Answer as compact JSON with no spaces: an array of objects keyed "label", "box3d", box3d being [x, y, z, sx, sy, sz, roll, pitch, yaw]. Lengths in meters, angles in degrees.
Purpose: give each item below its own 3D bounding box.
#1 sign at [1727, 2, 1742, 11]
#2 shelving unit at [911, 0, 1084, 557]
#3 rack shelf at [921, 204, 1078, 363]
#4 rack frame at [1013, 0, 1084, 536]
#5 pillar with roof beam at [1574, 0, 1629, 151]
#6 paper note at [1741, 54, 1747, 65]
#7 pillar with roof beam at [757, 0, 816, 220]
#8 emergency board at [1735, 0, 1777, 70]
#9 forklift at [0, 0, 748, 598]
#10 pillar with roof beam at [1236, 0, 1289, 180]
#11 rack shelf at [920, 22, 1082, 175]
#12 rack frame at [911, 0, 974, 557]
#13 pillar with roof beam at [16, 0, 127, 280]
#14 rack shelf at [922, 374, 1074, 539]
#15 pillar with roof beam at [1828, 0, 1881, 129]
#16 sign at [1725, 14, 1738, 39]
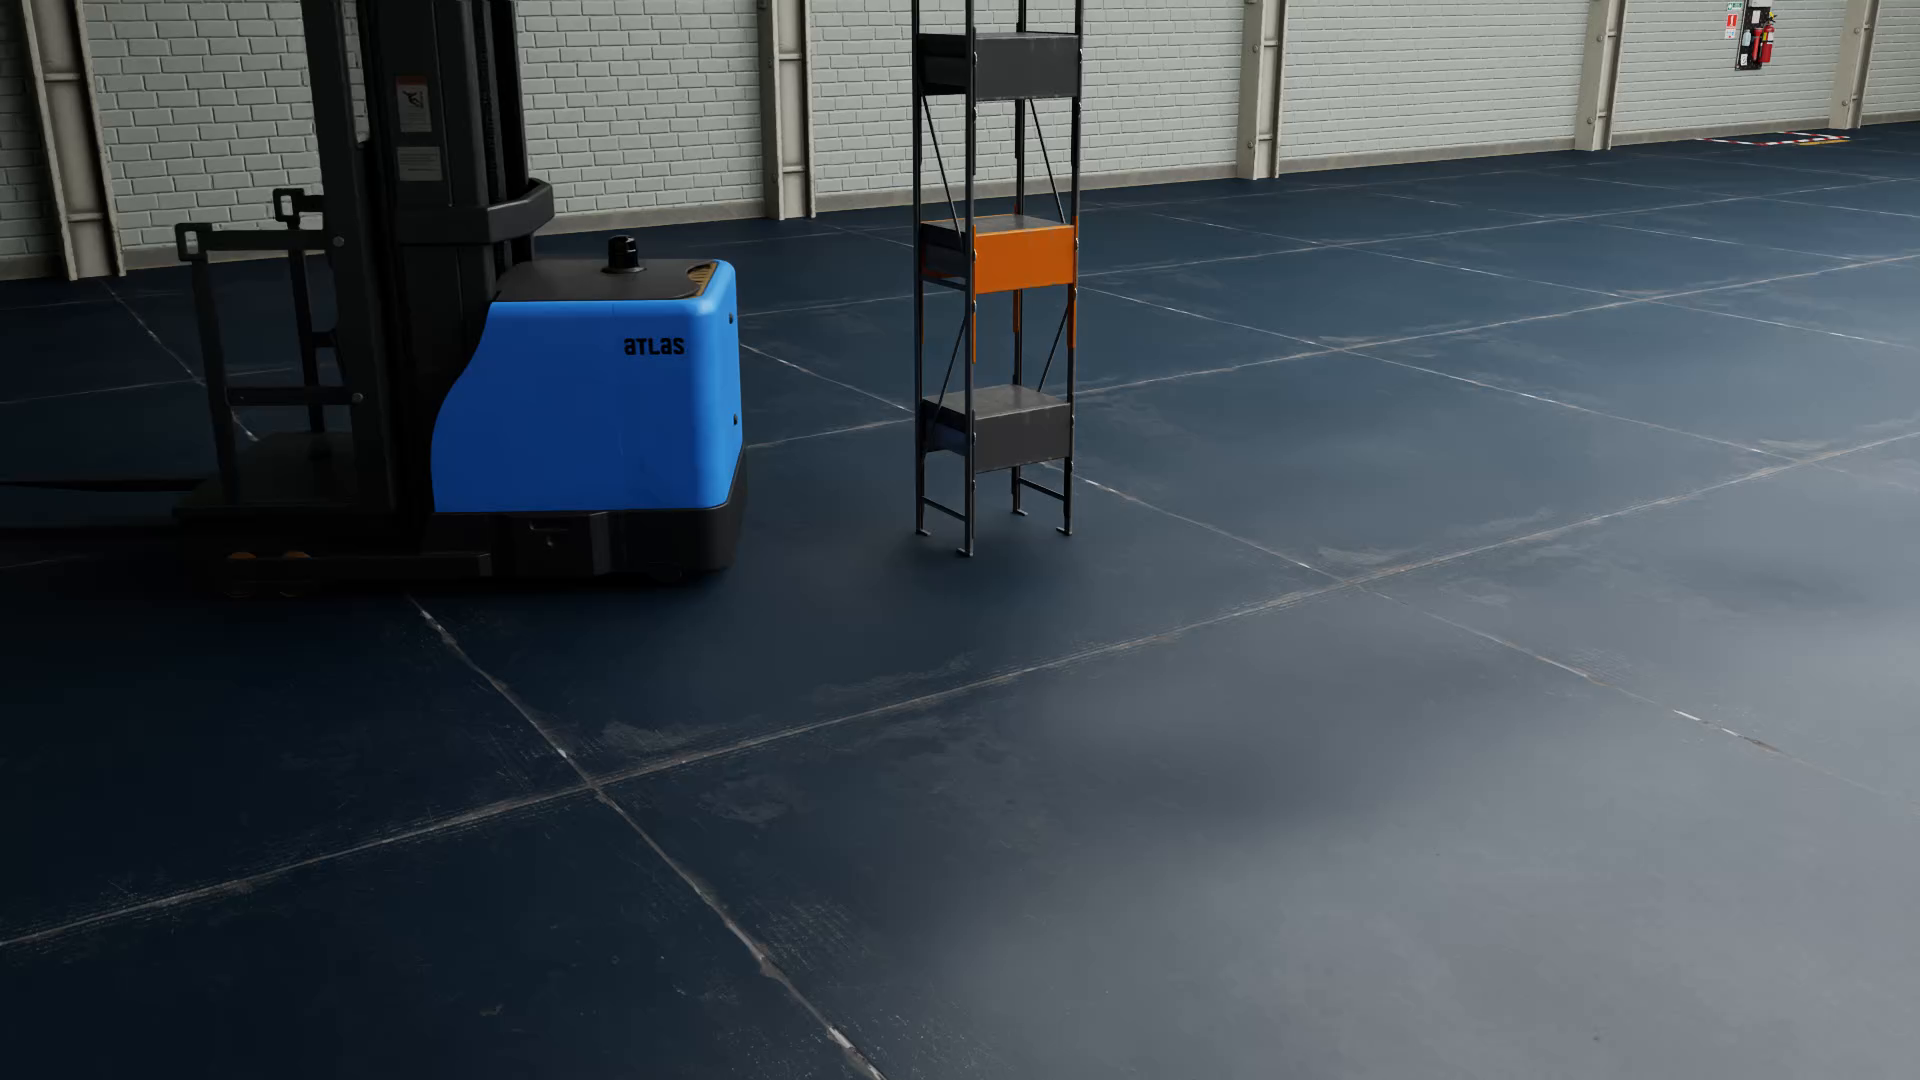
[{"label":"sign","box3d":[10.818,-7.451,23.217,0.331,0.109,0.001,-12,22,-31]},{"label":"shelving unit","box3d":[0.138,-1.024,6.495,0.503,2.100,0.431,-12,22,-31]},{"label":"rack shelf","box3d":[0.138,-1.011,6.499,0.480,0.518,0.431,-12,22,-31]},{"label":"rack frame","box3d":[0.342,-1.067,6.622,0.015,2.100,0.400,-12,22,-31]},{"label":"pillar with roof beam","box3d":[10.769,-8.313,17.283,0.400,9.000,9.100,-12,22,-31]},{"label":"paper note","box3d":[11.142,-6.824,23.622,0.142,0.148,0.016,-12,22,-31]},{"label":"pillar with roof beam","box3d":[0.747,-6.199,11.031,0.400,9.000,9.100,-12,22,-31]},{"label":"emergency board","box3d":[11.328,-7.254,23.518,0.643,1.169,0.194,-12,22,-31]},{"label":"forklift","box3d":[-2.394,-1.349,6.159,3.031,2.935,1.130,-1,19,-3]},{"label":"pillar with roof beam","box3d":[5.758,-7.256,14.157,0.400,9.000,9.100,-12,22,-31]},{"label":"rack shelf","box3d":[0.138,-1.674,6.275,0.480,0.518,0.431,-12,22,-31]},{"label":"rack frame","box3d":[-0.066,-0.981,6.368,0.015,2.100,0.400,-12,22,-31]},{"label":"pillar with roof beam","box3d":[-4.264,-5.142,7.905,0.400,9.000,9.100,-12,22,-31]},{"label":"rack shelf","box3d":[0.138,-0.348,6.723,0.480,0.518,0.431,-12,22,-31]},{"label":"pillar with roof beam","box3d":[15.780,-9.370,20.409,0.400,9.000,9.100,-12,22,-31]},{"label":"sign","box3d":[10.809,-7.201,23.306,0.234,0.329,0.001,-12,22,-31]}]
